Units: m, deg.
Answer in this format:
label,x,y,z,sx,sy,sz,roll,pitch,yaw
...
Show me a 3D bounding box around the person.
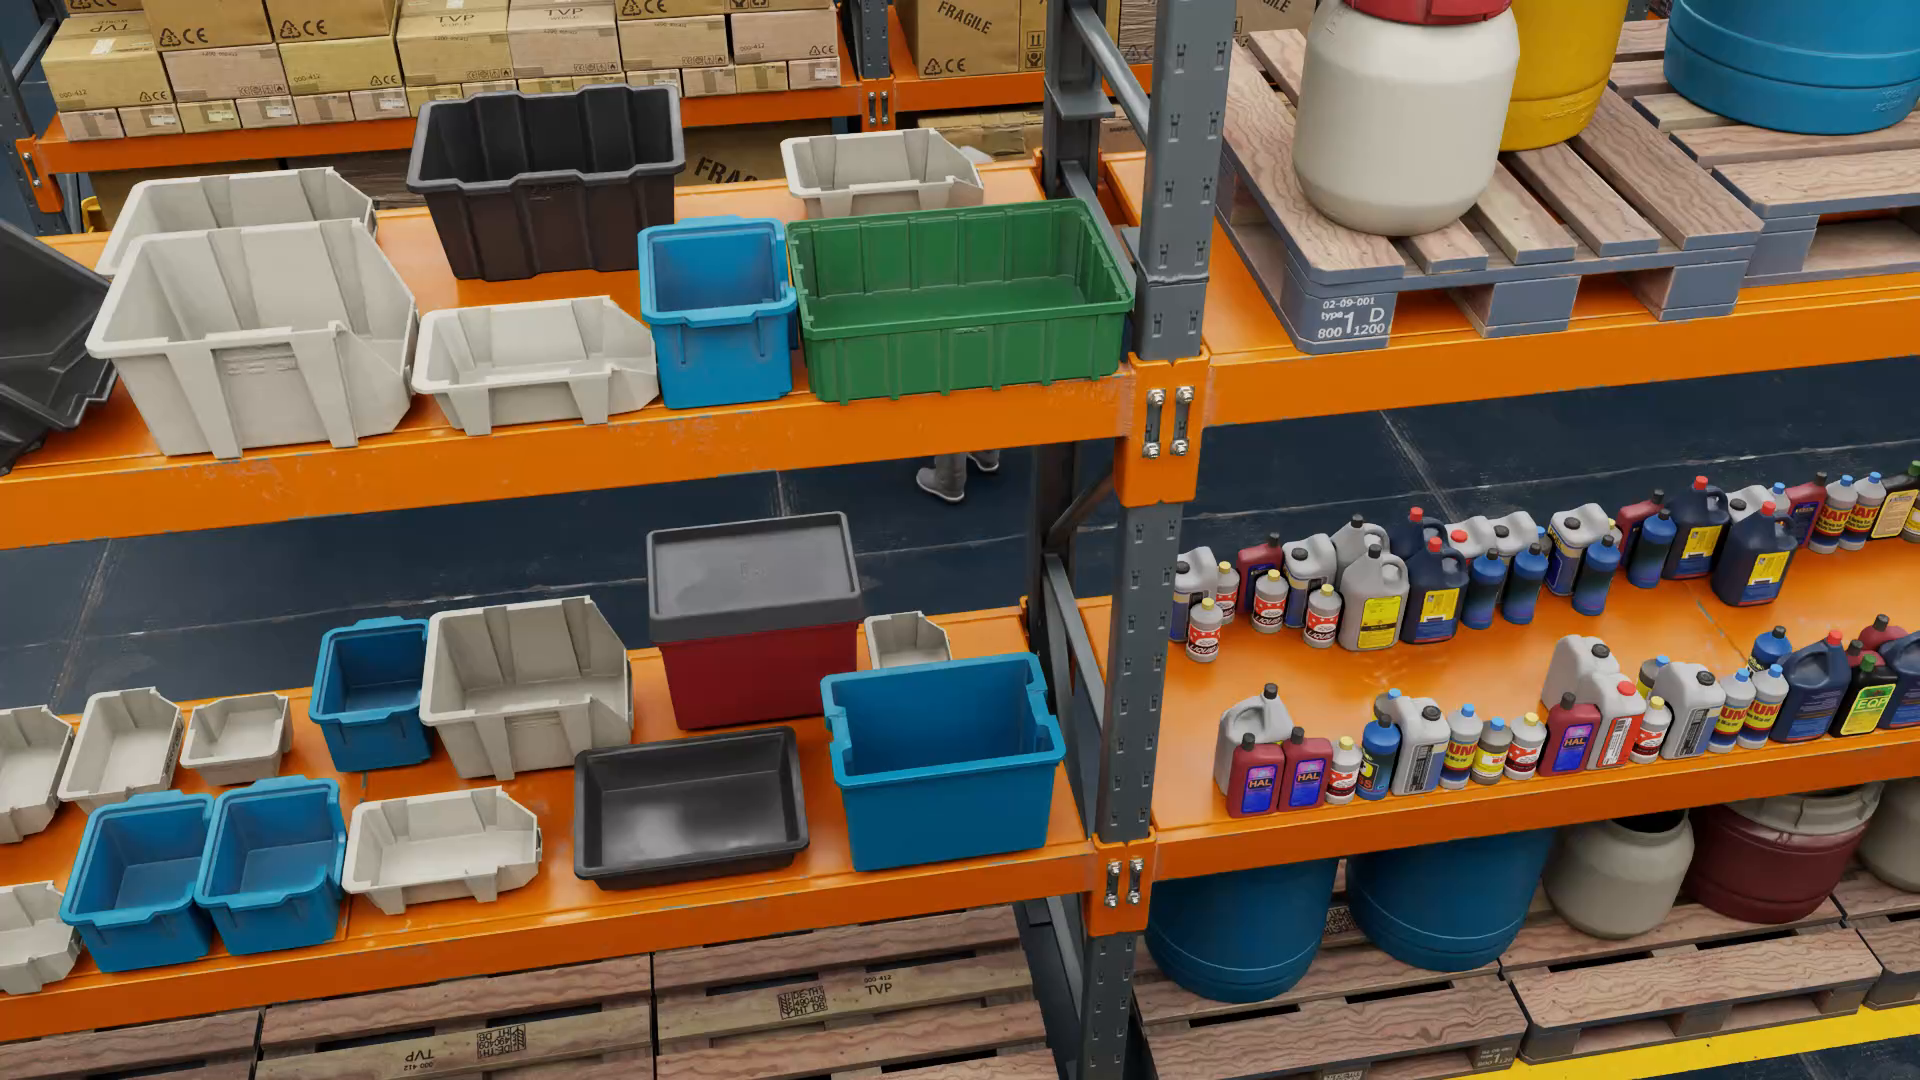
label,x,y,z,sx,sy,sz,roll,pitch,yaw
person,0.002,-0.946,7.282,0.444,1.700,0.552,30,48,32
